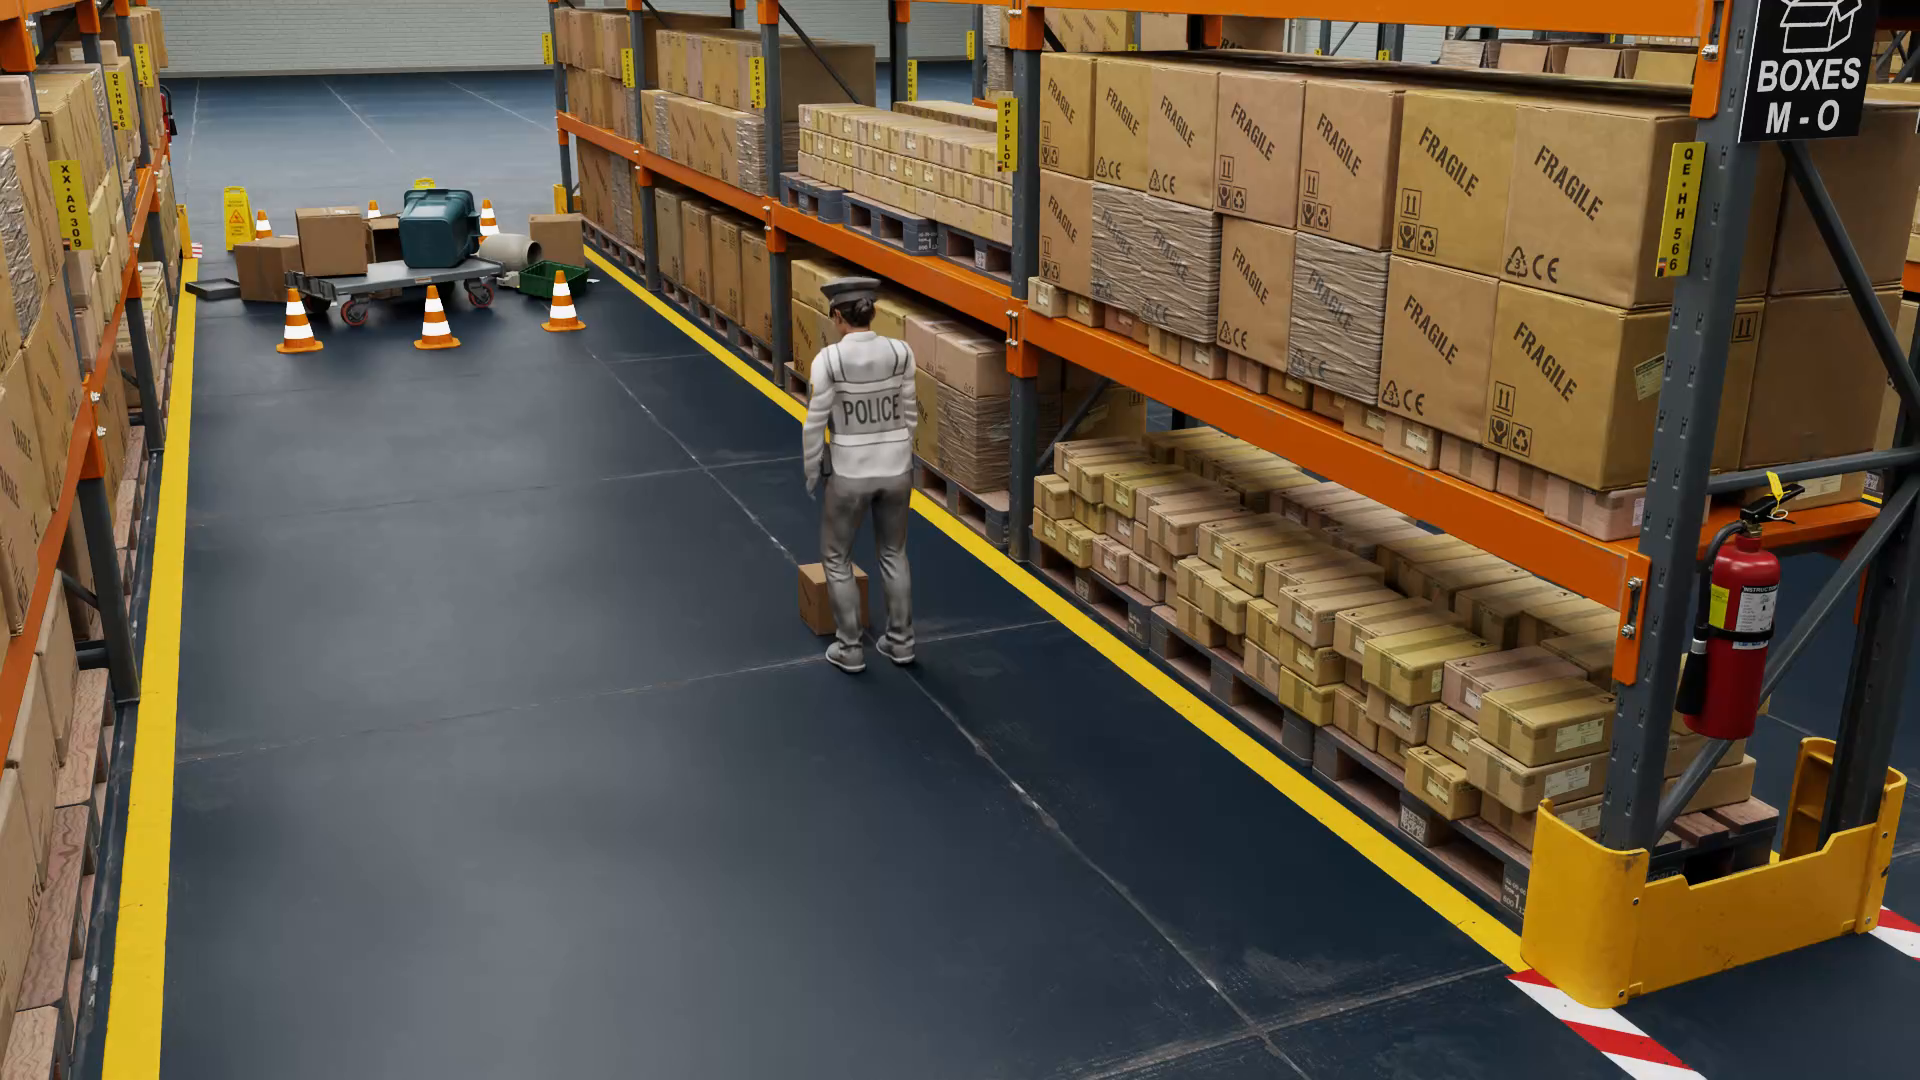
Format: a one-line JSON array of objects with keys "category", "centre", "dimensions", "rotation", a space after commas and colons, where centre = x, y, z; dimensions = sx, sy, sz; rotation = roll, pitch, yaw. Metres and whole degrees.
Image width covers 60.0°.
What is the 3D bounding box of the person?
[{"category": "person", "centre": [-0.411, -0.257, 6.856], "dimensions": [0.488, 1.649, 0.396], "rotation": [-7, 20, -21]}]
